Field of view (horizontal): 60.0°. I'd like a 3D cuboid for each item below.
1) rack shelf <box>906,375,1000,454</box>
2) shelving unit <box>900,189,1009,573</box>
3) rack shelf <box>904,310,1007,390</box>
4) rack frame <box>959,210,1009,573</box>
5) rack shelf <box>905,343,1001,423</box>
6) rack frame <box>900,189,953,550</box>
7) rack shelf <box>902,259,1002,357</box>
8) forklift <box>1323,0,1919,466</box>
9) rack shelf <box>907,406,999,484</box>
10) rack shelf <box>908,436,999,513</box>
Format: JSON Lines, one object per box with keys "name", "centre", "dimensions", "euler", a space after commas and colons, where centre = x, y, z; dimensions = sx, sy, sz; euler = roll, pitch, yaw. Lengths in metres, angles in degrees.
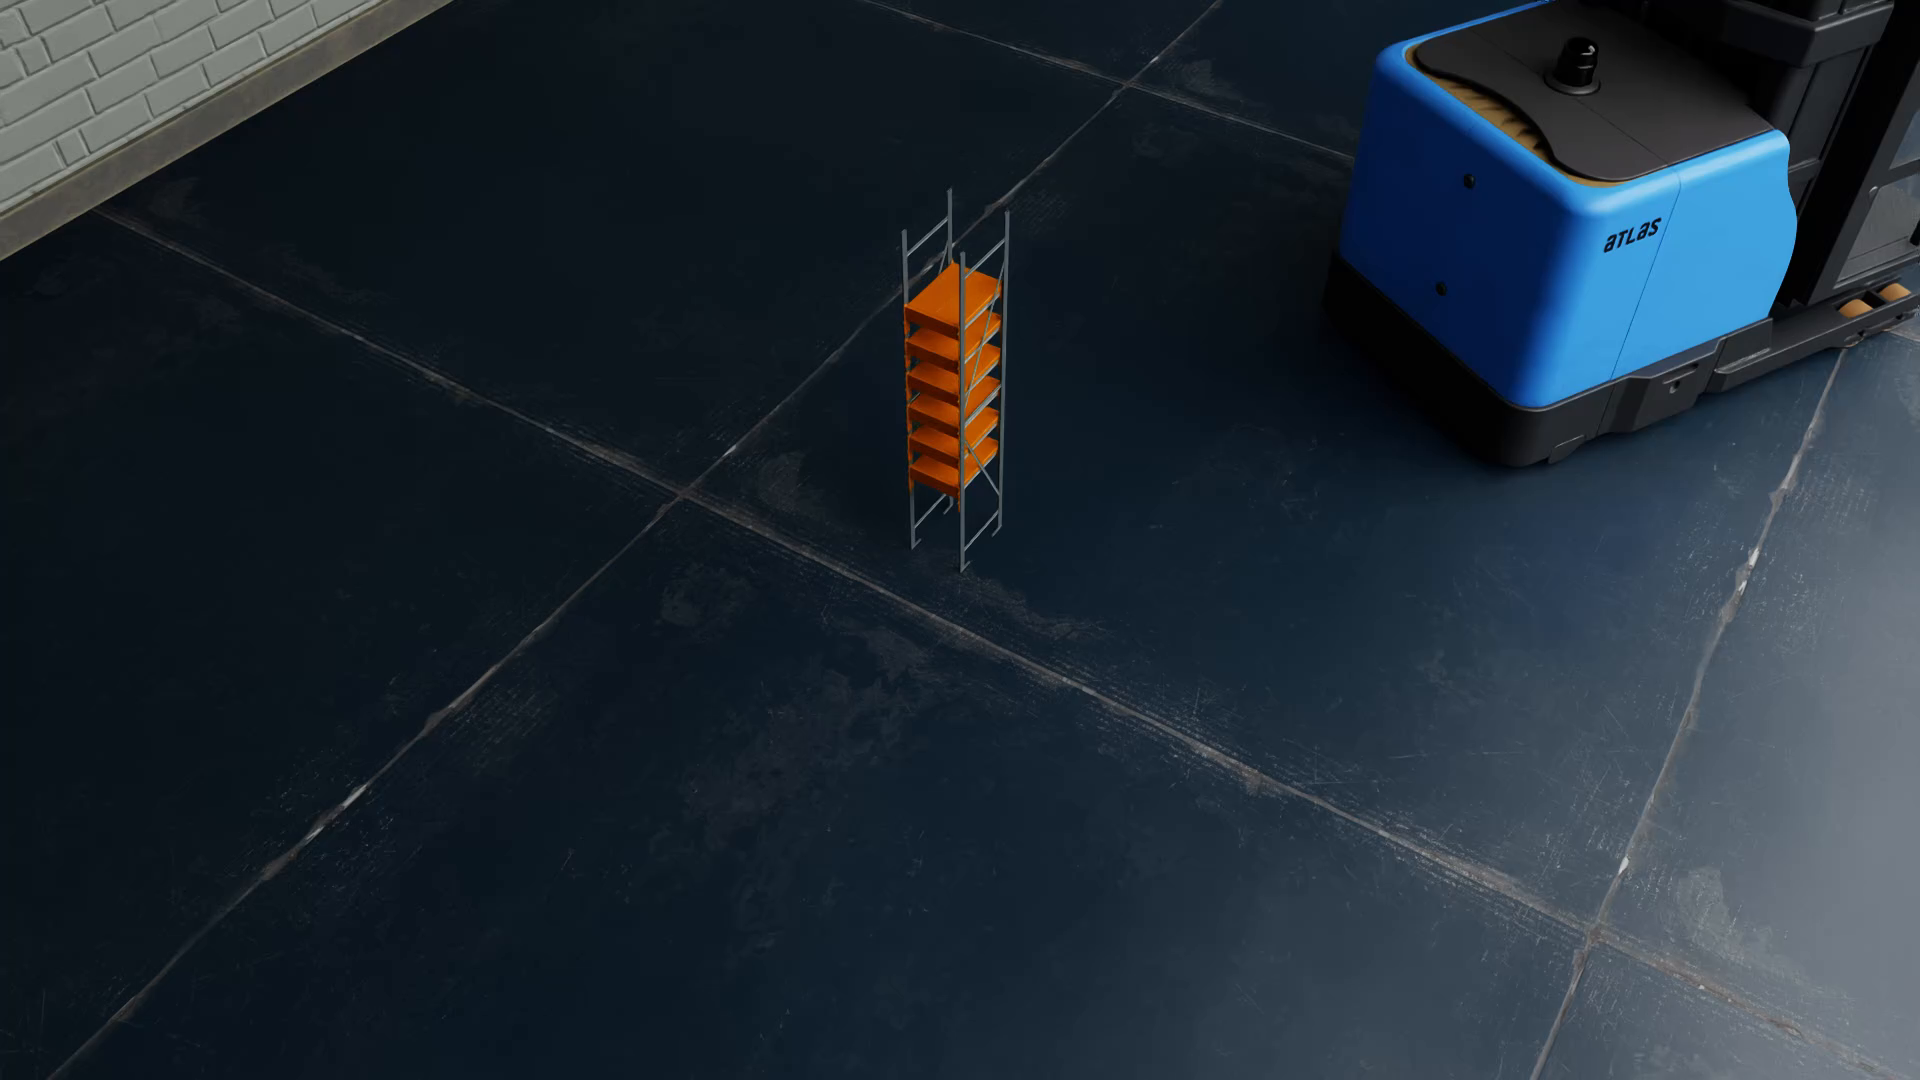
{"name": "rack shelf", "centre": [-0.012, -0.393, 4.857], "dimensions": [0.180, 0.103, 0.258], "euler": [25, 51, 22]}
{"name": "shelving unit", "centre": [-0.012, -0.424, 4.825], "dimensions": [0.189, 1.200, 0.258], "euler": [25, 51, 22]}
{"name": "rack shelf", "centre": [-0.012, -0.560, 4.685], "dimensions": [0.180, 0.103, 0.258], "euler": [25, 51, 22]}
{"name": "rack frame", "centre": [0.065, -0.388, 4.791], "dimensions": [0.006, 1.200, 0.240], "euler": [25, 51, 22]}
{"name": "rack shelf", "centre": [-0.012, -0.476, 4.771], "dimensions": [0.180, 0.103, 0.258], "euler": [25, 51, 22]}
{"name": "rack frame", "centre": [-0.089, -0.459, 4.860], "dimensions": [0.006, 1.200, 0.240], "euler": [25, 51, 22]}
{"name": "rack shelf", "centre": [-0.012, -0.644, 4.599], "dimensions": [0.180, 0.103, 0.258], "euler": [25, 51, 22]}
{"name": "forklift", "centre": [2.848, -2.023, 5.172], "dimensions": [3.031, 2.935, 1.130], "euler": [-21, 49, -19]}
{"name": "rack shelf", "centre": [-0.012, -0.309, 4.943], "dimensions": [0.180, 0.103, 0.258], "euler": [25, 51, 22]}
{"name": "rack shelf", "centre": [-0.012, -0.226, 5.029], "dimensions": [0.180, 0.103, 0.258], "euler": [25, 51, 22]}
